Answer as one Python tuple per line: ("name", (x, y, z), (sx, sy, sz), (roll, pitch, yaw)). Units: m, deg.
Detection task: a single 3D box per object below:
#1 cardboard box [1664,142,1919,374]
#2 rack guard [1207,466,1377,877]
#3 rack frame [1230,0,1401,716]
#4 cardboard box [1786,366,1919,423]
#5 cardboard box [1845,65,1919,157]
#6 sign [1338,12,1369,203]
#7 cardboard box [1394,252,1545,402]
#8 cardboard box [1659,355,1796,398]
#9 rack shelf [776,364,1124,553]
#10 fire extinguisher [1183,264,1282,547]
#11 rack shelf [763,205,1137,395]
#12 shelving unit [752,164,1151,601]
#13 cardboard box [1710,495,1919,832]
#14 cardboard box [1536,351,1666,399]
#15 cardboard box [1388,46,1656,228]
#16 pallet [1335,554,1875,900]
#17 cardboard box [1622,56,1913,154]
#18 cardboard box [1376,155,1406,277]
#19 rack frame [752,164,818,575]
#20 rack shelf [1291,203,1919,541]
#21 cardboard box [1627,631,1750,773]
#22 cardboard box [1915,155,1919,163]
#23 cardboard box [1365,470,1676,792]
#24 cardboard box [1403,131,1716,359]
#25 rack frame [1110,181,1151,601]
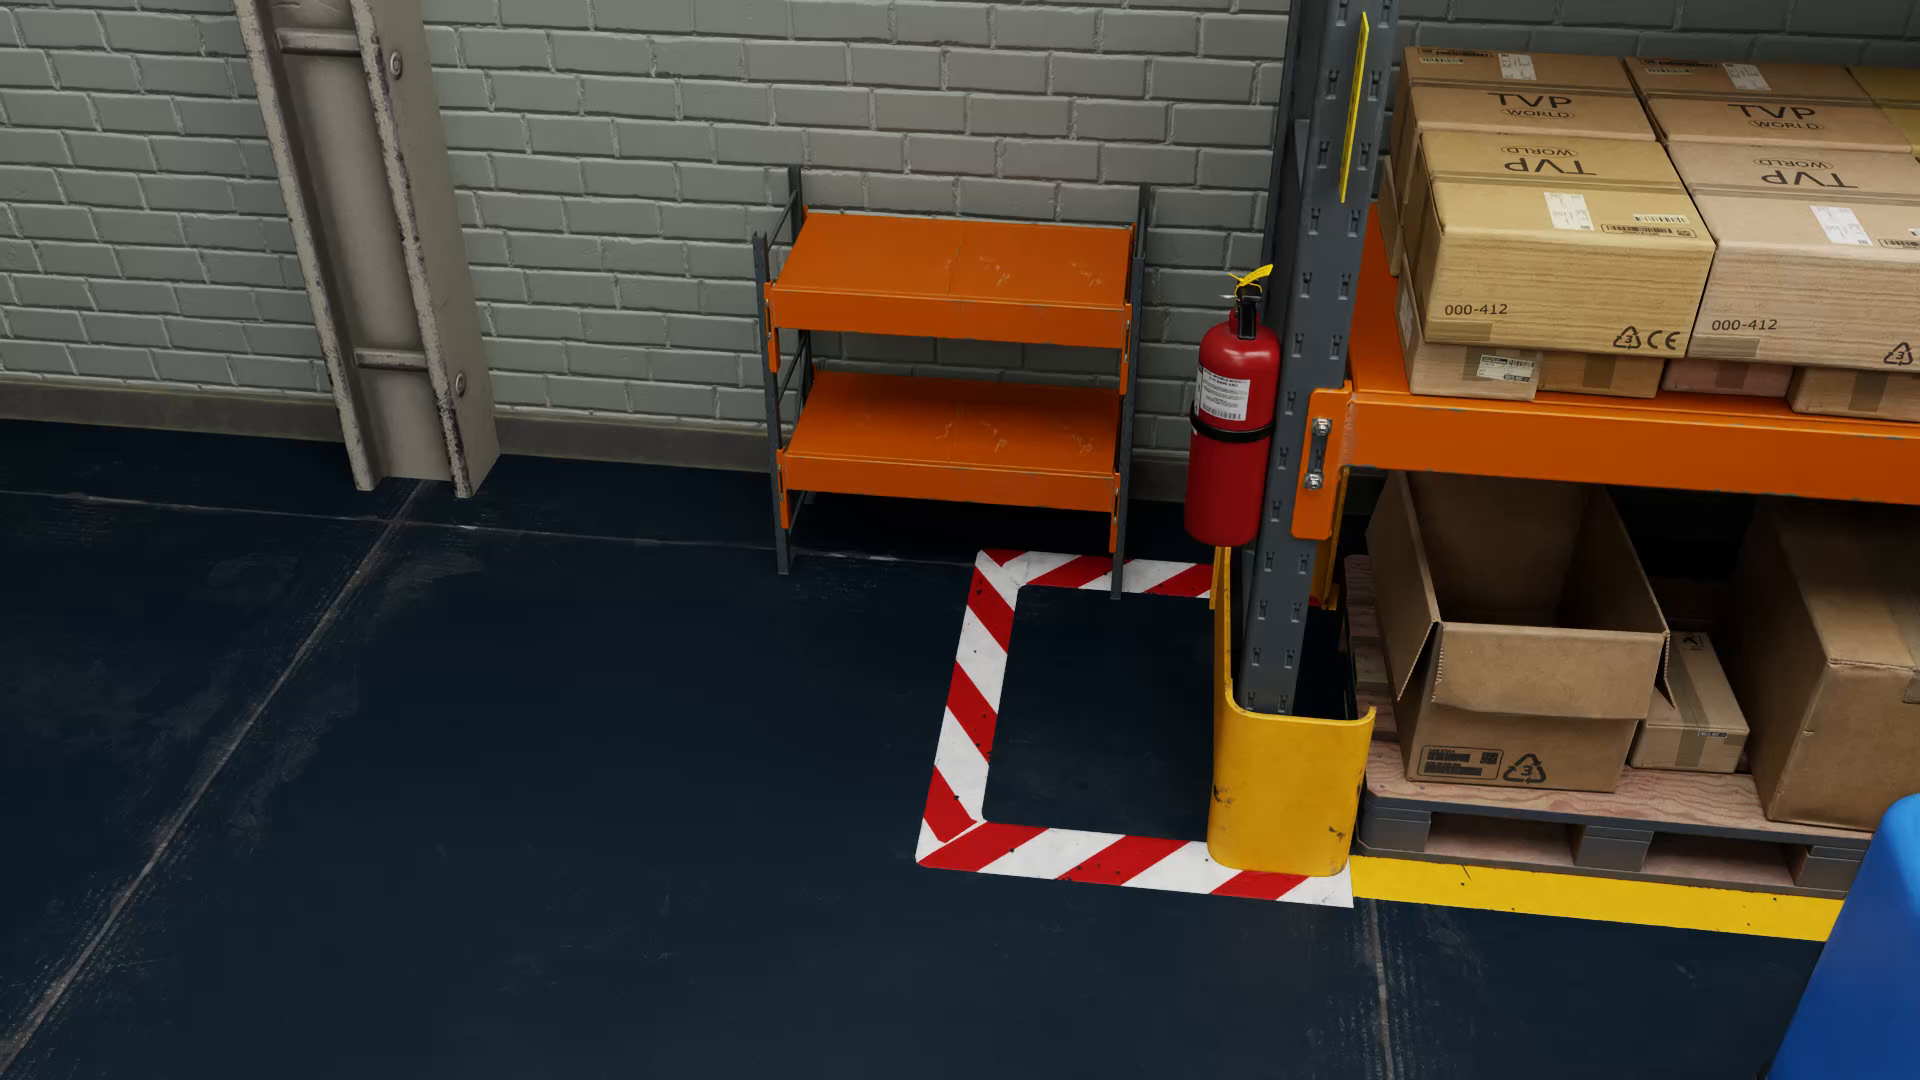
("cardboard box", (1.698, -0.577, 3.349), (0.500, 0.250, 0.500), (5, 36, 6))
("rack guard", (0.858, 0.281, 4.427), (0.348, 0.500, 1.175), (4, 36, 6))
("rack frame", (0.782, -0.743, 3.708), (0.127, 3.000, 1.000), (4, 36, 6))
("cardboard box", (1.840, -0.412, 3.462), (0.250, 0.149, 0.380), (5, 36, 7))
("cardboard box", (2.274, -0.843, 3.722), (0.500, 0.250, 0.500), (5, 36, 7))
("sign", (0.713, -0.782, 3.019), (0.005, 0.325, 0.100), (4, 36, 6))
("cardboard box", (1.073, -0.458, 3.526), (0.250, 0.149, 0.380), (4, 36, 6))
("cardboard box", (1.597, -0.466, 3.537), (0.250, 0.149, 0.380), (4, 36, 5))
("rack shelf", (-0.006, -0.259, 5.065), (1.000, 0.278, 0.538), (4, 36, 6))
("fire extinguisher", (0.578, -0.304, 3.481), (0.183, 0.674, 0.296), (4, 36, 6))
("rack shelf", (-0.006, -0.696, 4.753), (1.000, 0.278, 0.538), (4, 36, 6))
("shelving unit", (-0.006, -0.458, 4.923), (1.048, 1.125, 0.538), (4, 36, 6))
("cardboard box", (2.220, 0.290, 4.052), (0.500, 0.500, 0.700), (6, 36, 8))
("cardboard box", (1.332, -0.466, 3.537), (0.250, 0.149, 0.380), (5, 36, 7))
("cardboard box", (1.272, -0.921, 3.832), (0.500, 0.250, 0.500), (5, 36, 7))
("pallet", (1.649, 0.457, 4.429), (1.213, 0.211, 1.003), (4, 36, 6))
("cardboard box", (1.784, -0.883, 3.778), (0.500, 0.250, 0.500), (4, 36, 6))
("cardboard box", (1.145, -0.770, 3.964), (0.250, 0.149, 0.380), (4, 36, 5))
("rack frame", (-0.511, -0.494, 4.975), (0.032, 1.125, 0.500), (4, 36, 6))
("rack shelf", (2.766, -0.302, 3.710), (4.000, 0.370, 1.077), (4, 36, 6))
("cardboard box", (1.793, 0.401, 4.199), (0.250, 0.149, 0.380), (3, 36, 4))
("cardboard box", (2.201, -0.541, 3.299), (0.500, 0.250, 0.500), (4, 36, 5))
("cardboard box", (1.377, 0.203, 4.172), (0.637, 0.503, 0.797), (3, 36, 4))
("cardboard box", (1.198, -0.614, 3.401), (0.500, 0.250, 0.500), (4, 36, 6))
("rack frame", (0.498, -0.421, 4.871), (0.032, 1.125, 0.500), (4, 36, 6))
